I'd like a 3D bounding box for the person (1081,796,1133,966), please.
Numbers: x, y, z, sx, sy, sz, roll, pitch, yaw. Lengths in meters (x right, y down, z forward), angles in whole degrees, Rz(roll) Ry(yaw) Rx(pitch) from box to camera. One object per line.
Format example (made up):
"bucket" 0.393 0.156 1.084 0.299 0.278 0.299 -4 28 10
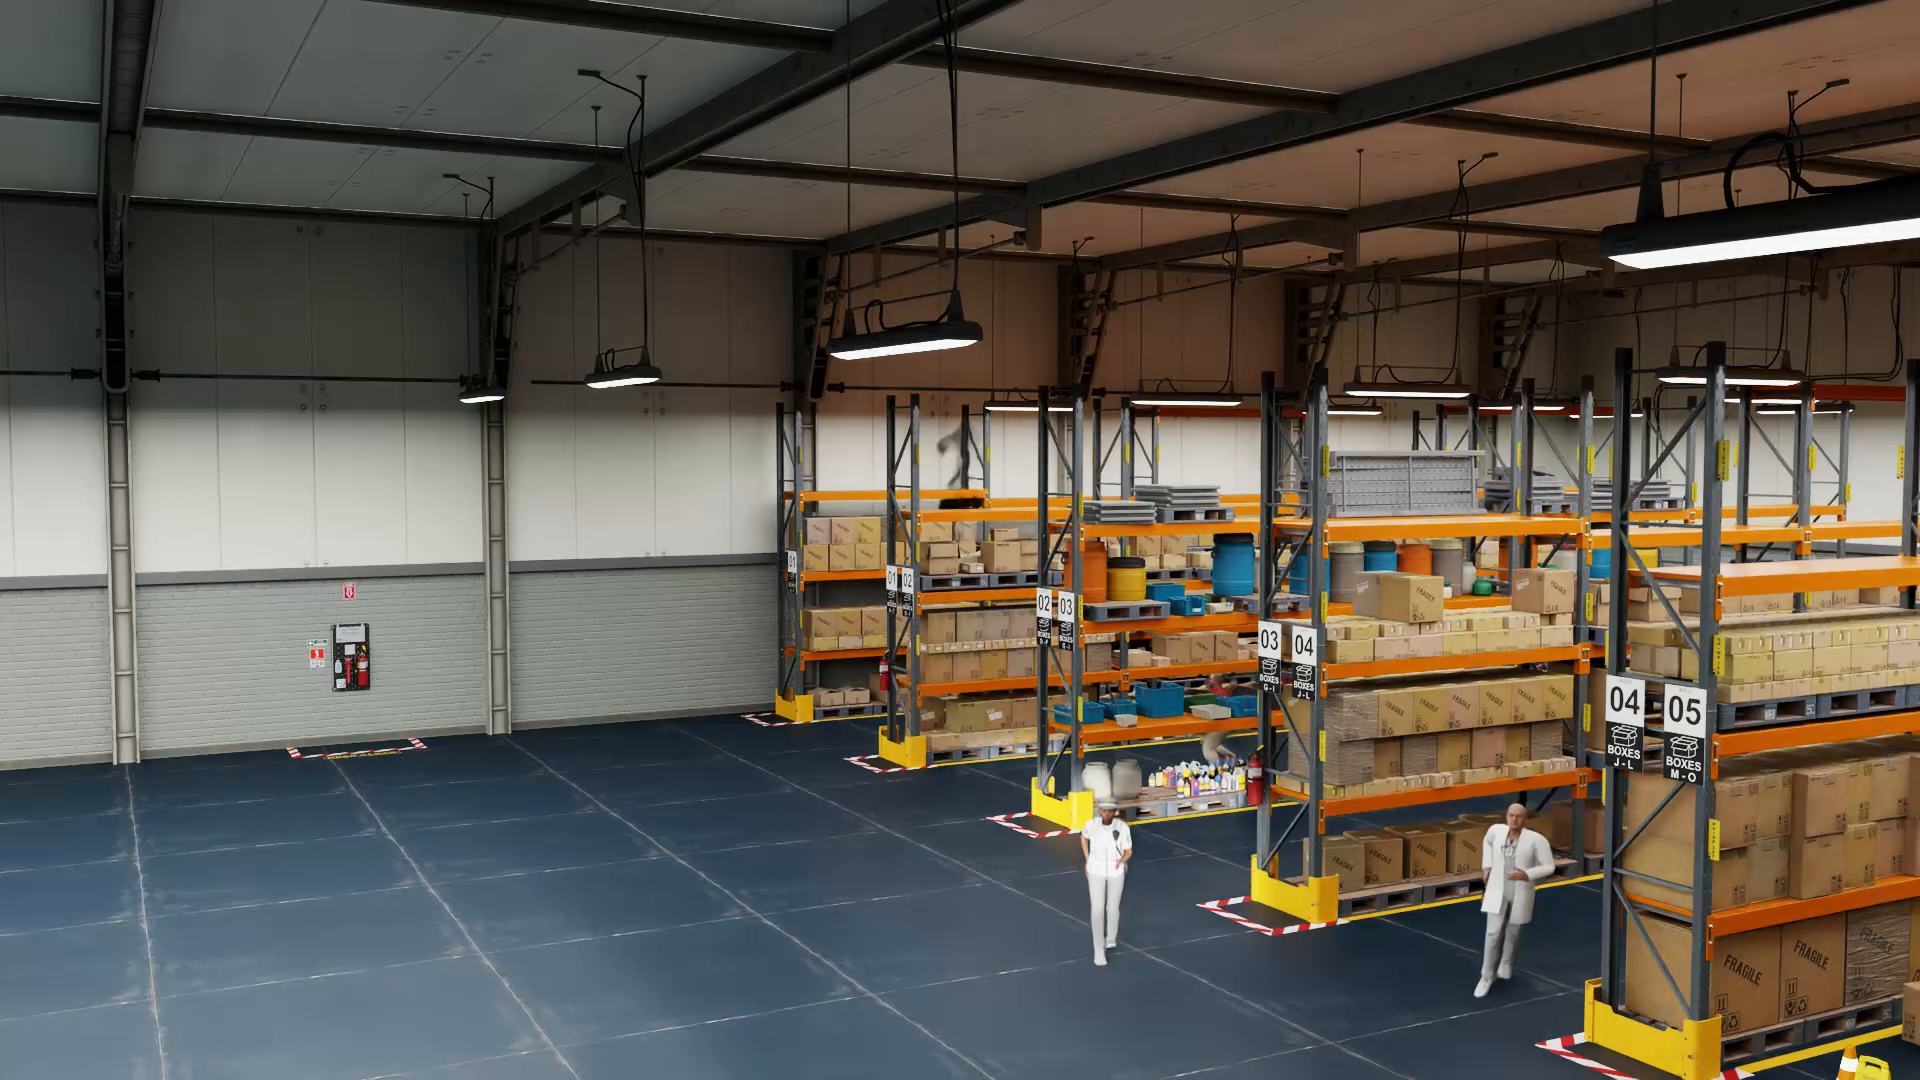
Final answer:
"person" 1.479 3.402 16.749 0.506 1.739 0.846 0 3 1

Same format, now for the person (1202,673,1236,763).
"person" 4.007 2.897 25.741 0.537 1.691 0.771 1 3 10

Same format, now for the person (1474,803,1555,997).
"person" 5.295 3.391 15.795 0.697 1.819 0.845 2 4 27
